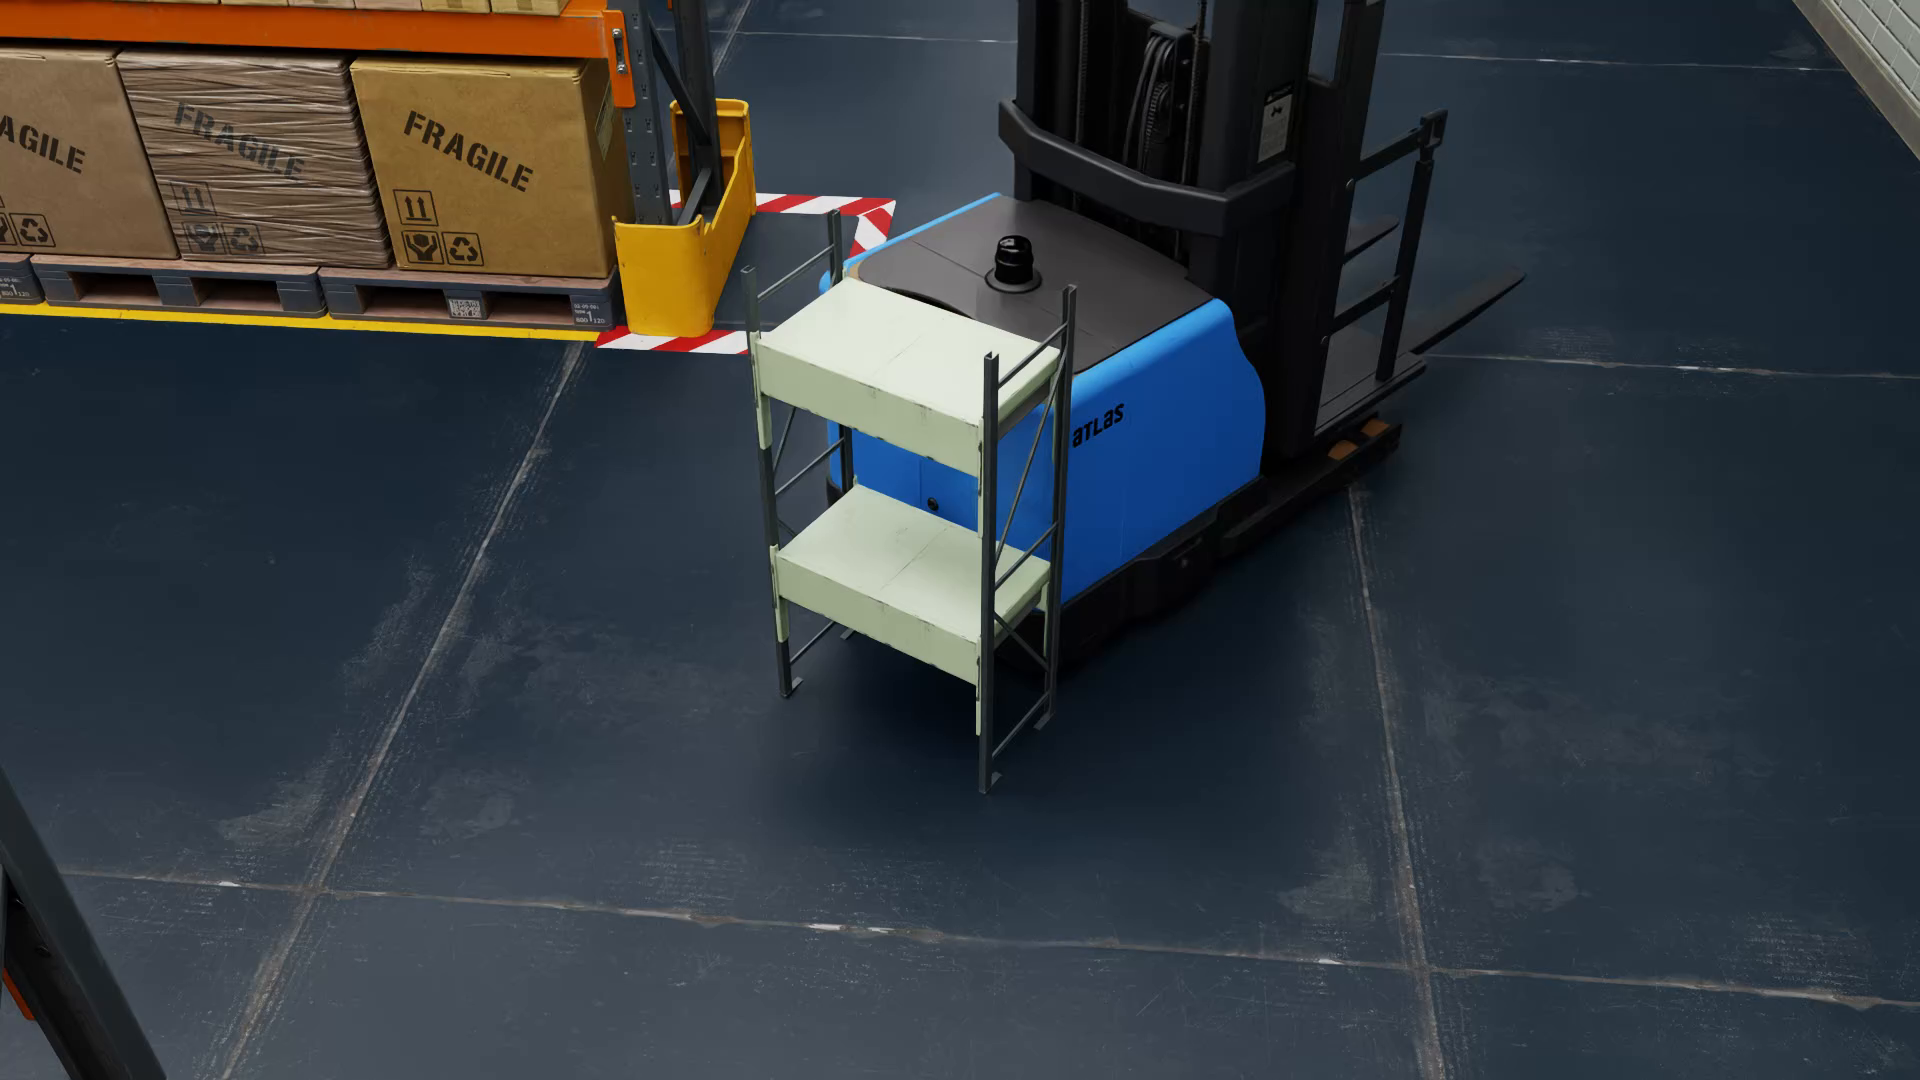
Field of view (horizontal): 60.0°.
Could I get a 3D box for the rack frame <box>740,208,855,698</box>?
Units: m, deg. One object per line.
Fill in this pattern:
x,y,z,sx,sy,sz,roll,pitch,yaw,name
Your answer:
-0.439,-0.202,4.810,0.023,1.500,0.400,22,44,25,rack frame

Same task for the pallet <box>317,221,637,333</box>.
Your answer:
-1.973,-1.274,7.148,1.213,0.211,1.003,3,39,4,pallet

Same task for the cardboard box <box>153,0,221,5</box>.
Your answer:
-2.829,-2.144,6.207,0.250,0.149,0.380,3,39,4,cardboard box

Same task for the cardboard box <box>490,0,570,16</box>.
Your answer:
-1.553,-2.076,6.123,0.250,0.149,0.380,4,39,5,cardboard box

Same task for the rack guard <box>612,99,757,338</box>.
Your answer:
-1.146,-1.390,7.062,0.348,0.500,1.175,3,39,4,rack guard

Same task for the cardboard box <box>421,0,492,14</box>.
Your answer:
-1.812,-2.089,6.139,0.250,0.149,0.380,4,39,4,cardboard box

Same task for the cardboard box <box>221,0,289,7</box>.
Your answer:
-2.571,-2.131,6.190,0.250,0.149,0.380,2,39,3,cardboard box

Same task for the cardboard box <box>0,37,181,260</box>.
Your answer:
-3.608,-1.782,6.914,0.875,0.875,0.875,3,39,4,cardboard box

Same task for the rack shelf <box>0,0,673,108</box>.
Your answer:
-3.162,-2.191,6.635,4.000,0.370,1.077,3,39,4,rack shelf

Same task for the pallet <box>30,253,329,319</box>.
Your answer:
-3.185,-1.342,7.231,1.213,0.211,1.003,3,39,4,pallet

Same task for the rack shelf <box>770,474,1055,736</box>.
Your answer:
-0.133,0.177,4.860,0.720,0.370,0.431,22,44,25,rack shelf

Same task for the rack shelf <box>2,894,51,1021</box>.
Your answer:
-3.691,0.923,2.810,4.000,0.370,1.077,3,39,4,rack shelf

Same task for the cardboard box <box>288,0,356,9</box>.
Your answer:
-2.312,-2.118,6.174,0.250,0.149,0.380,4,39,5,cardboard box

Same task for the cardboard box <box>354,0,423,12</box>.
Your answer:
-2.063,-2.103,6.157,0.250,0.149,0.380,3,39,4,cardboard box

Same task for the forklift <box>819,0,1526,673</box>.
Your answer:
0.968,-1.541,5.322,3.031,2.935,1.130,-31,48,-32,forklift

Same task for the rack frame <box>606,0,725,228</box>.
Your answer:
-1.170,-2.361,6.274,0.127,3.000,1.000,3,39,4,rack frame

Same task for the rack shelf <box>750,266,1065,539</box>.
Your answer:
-0.133,-0.378,4.408,0.720,0.370,0.431,22,44,25,rack shelf

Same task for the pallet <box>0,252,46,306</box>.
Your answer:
-4.404,-1.407,7.311,1.213,0.211,1.003,3,39,4,pallet

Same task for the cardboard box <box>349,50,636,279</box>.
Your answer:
-1.814,-1.684,6.794,0.875,0.875,0.875,3,39,4,cardboard box

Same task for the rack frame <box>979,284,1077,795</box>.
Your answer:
0.174,0.051,4.499,0.023,1.500,0.400,22,44,25,rack frame

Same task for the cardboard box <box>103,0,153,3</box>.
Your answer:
-3.076,-2.159,6.226,0.250,0.149,0.380,4,39,5,cardboard box

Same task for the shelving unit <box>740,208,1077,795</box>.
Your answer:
-0.133,-0.075,4.655,0.755,1.500,0.431,22,44,25,shelving unit

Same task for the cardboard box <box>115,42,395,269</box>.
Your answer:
-2.721,-1.734,6.854,0.875,0.875,0.875,3,39,4,cardboard box
